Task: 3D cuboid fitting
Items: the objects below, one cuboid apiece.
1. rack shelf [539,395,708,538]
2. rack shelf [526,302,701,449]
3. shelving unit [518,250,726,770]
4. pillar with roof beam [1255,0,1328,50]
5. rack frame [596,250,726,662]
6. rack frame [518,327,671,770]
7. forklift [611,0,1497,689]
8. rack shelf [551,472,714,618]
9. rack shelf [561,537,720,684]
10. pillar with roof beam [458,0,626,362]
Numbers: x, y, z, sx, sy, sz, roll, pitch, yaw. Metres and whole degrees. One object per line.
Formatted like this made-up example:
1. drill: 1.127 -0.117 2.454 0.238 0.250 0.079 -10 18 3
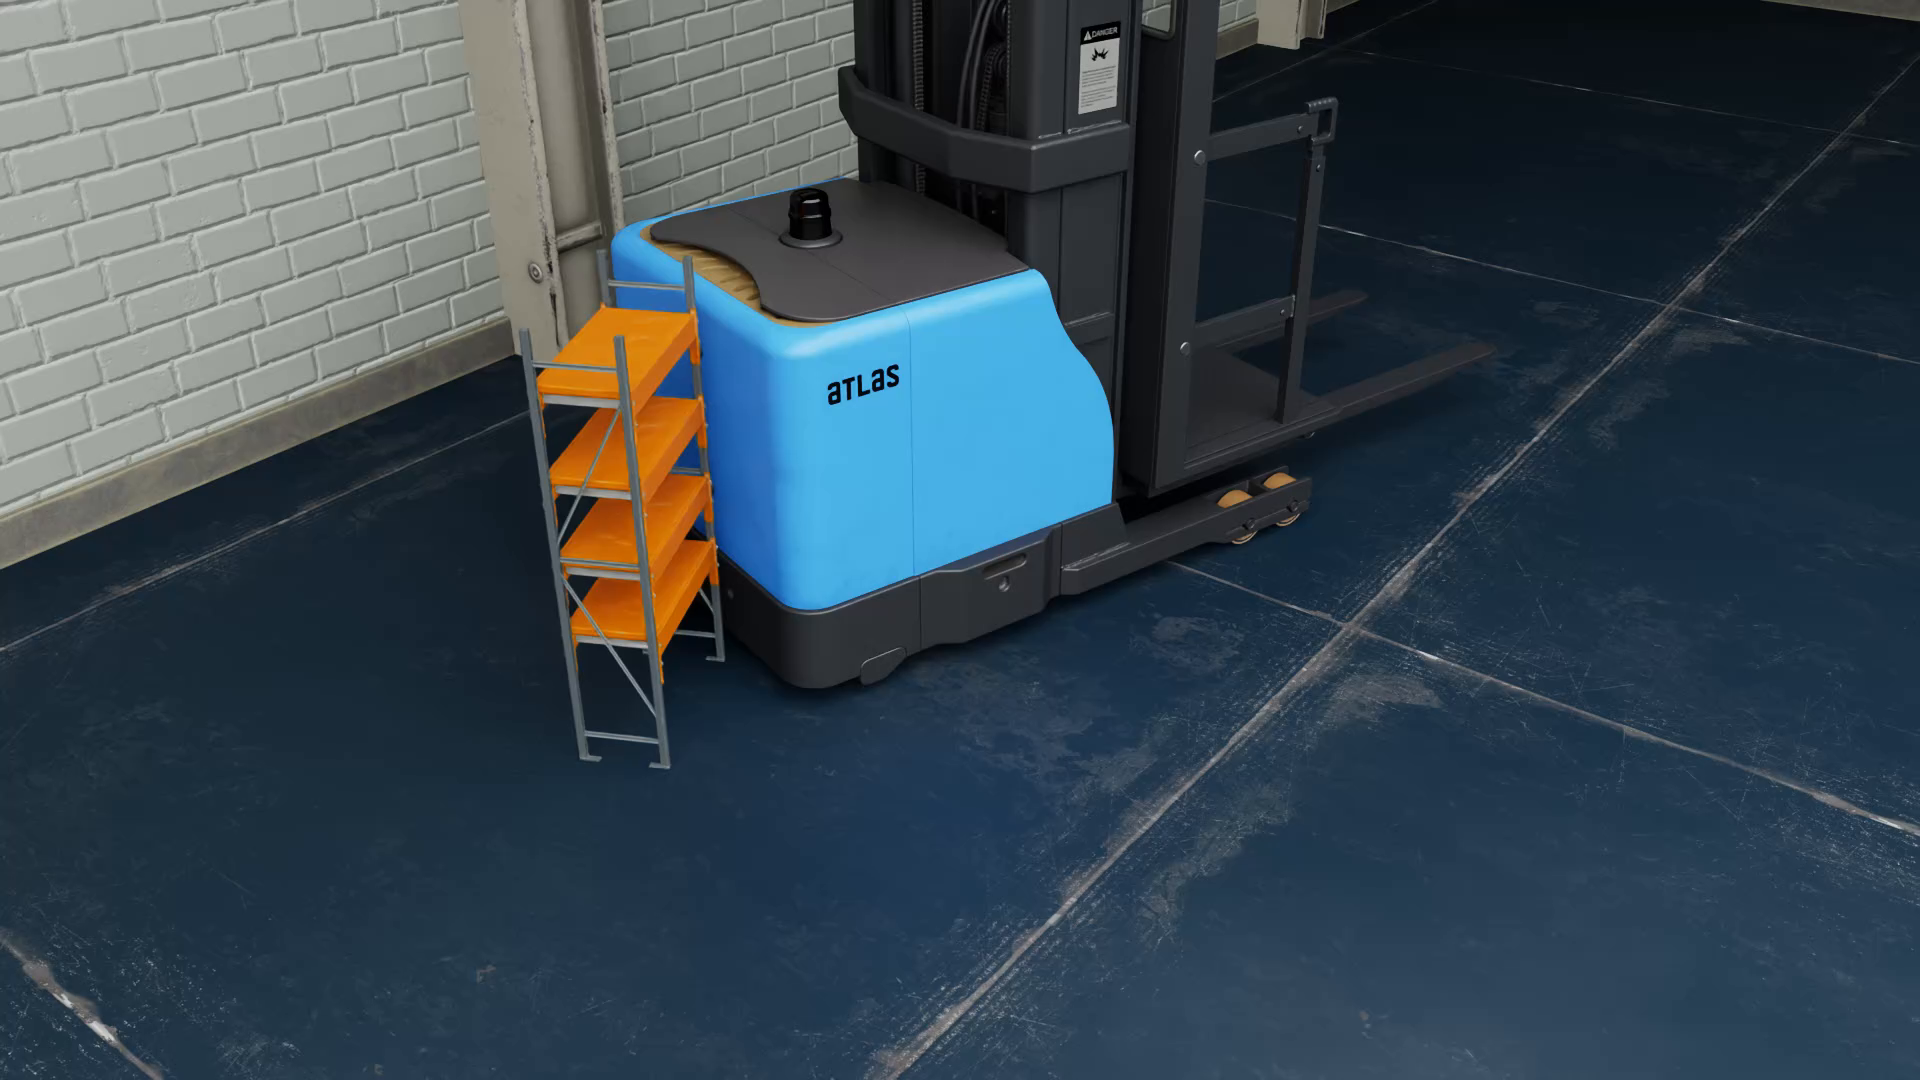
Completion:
1. rack shelf: -0.818 -0.199 4.101 0.258 0.148 0.480 5 31 8
2. rack shelf: -0.817 -0.402 3.980 0.258 0.148 0.480 5 31 8
3. shelving unit: -0.818 -0.064 4.181 0.258 1.200 0.503 5 31 8
4. pillar with roof beam: 5.537 -5.755 6.134 9.100 9.000 0.400 21 37 31
5. rack frame: -0.777 -0.187 4.388 0.240 1.200 0.015 5 31 8
6. rack frame: -0.860 0.058 3.974 0.240 1.200 0.015 5 31 8
7. forklift: 0.508 -1.447 4.817 3.031 2.935 1.130 -20 36 -30
8. rack shelf: -0.819 -0.006 4.215 0.258 0.148 0.480 5 31 8
9. rack shelf: -0.819 0.164 4.316 0.258 0.148 0.480 5 31 8
10. pillar with roof beam: 1.915 -3.316 2.019 9.100 9.000 0.400 21 37 31
